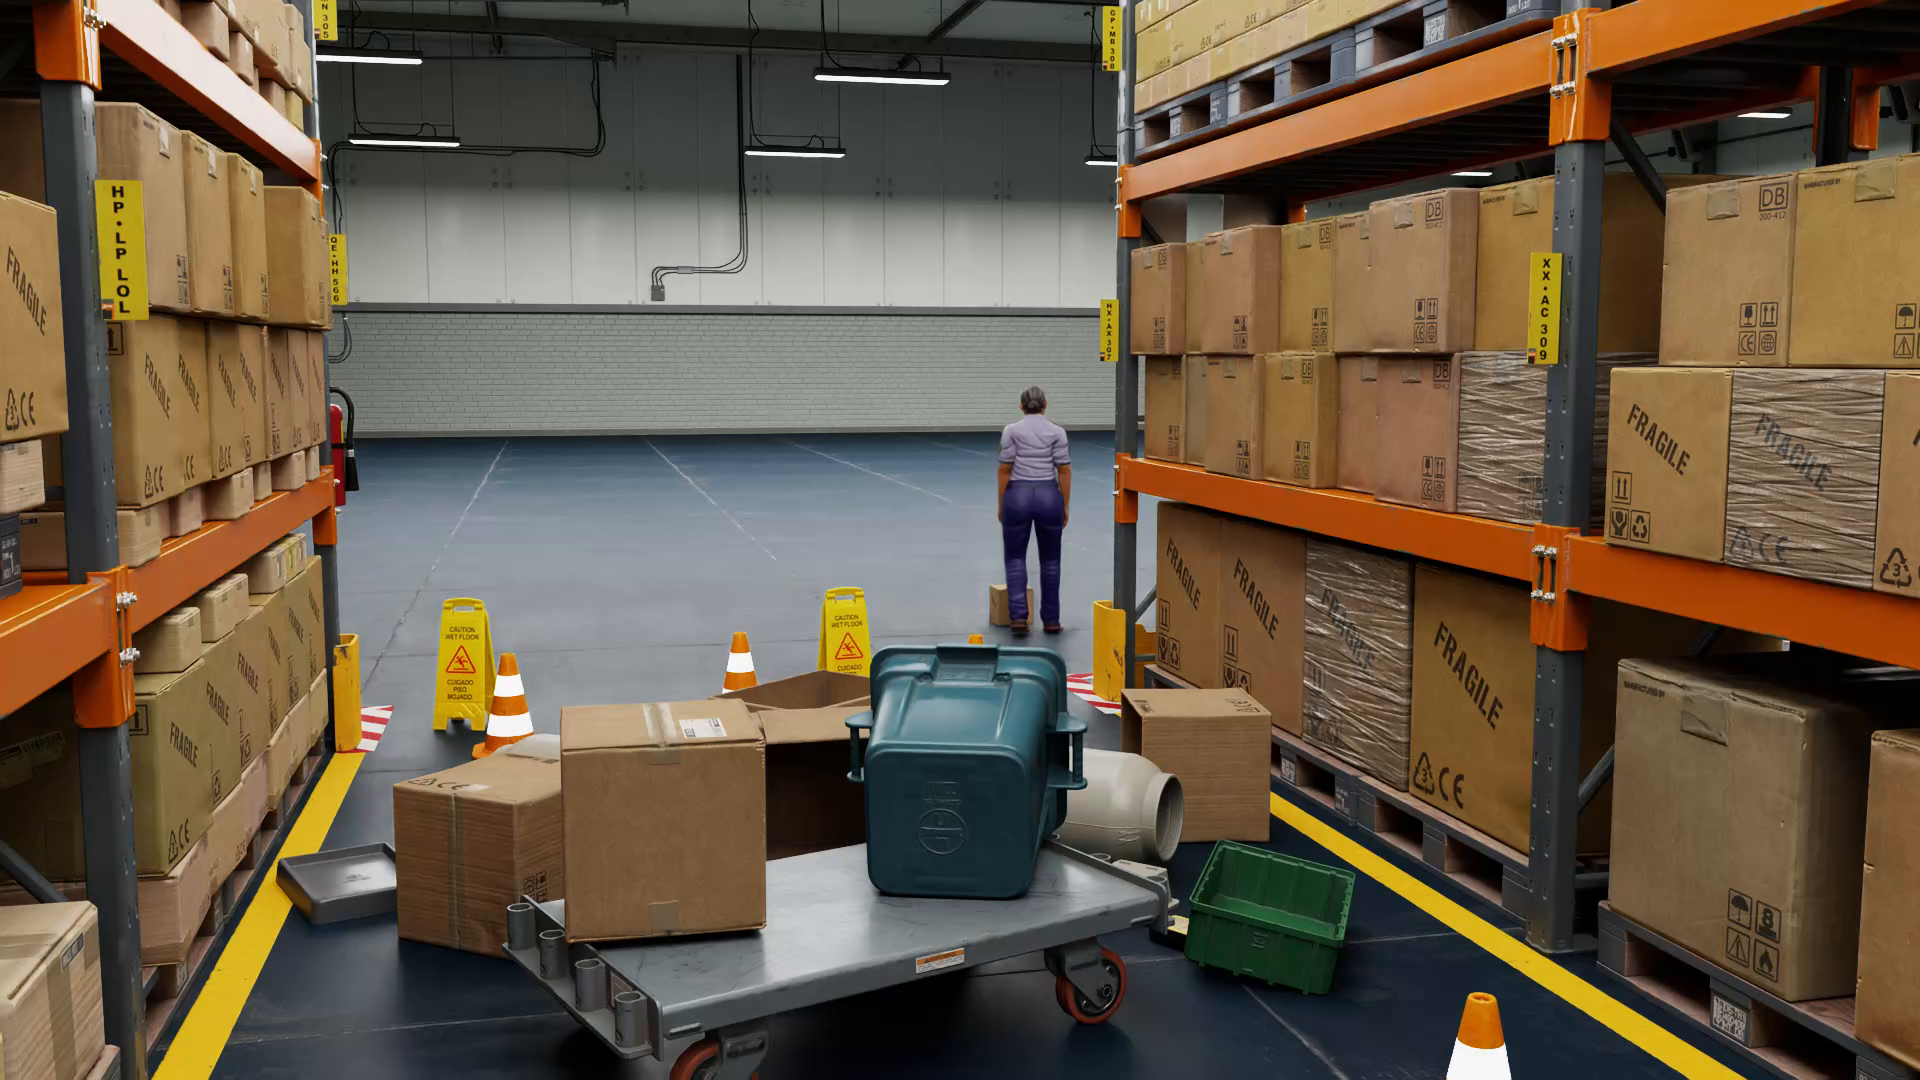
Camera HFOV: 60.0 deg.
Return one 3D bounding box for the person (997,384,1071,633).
[{"bbox_3d":[0.488,-0.204,11.025,0.494,1.656,0.503,0,6,-2],"label":"person"}]
